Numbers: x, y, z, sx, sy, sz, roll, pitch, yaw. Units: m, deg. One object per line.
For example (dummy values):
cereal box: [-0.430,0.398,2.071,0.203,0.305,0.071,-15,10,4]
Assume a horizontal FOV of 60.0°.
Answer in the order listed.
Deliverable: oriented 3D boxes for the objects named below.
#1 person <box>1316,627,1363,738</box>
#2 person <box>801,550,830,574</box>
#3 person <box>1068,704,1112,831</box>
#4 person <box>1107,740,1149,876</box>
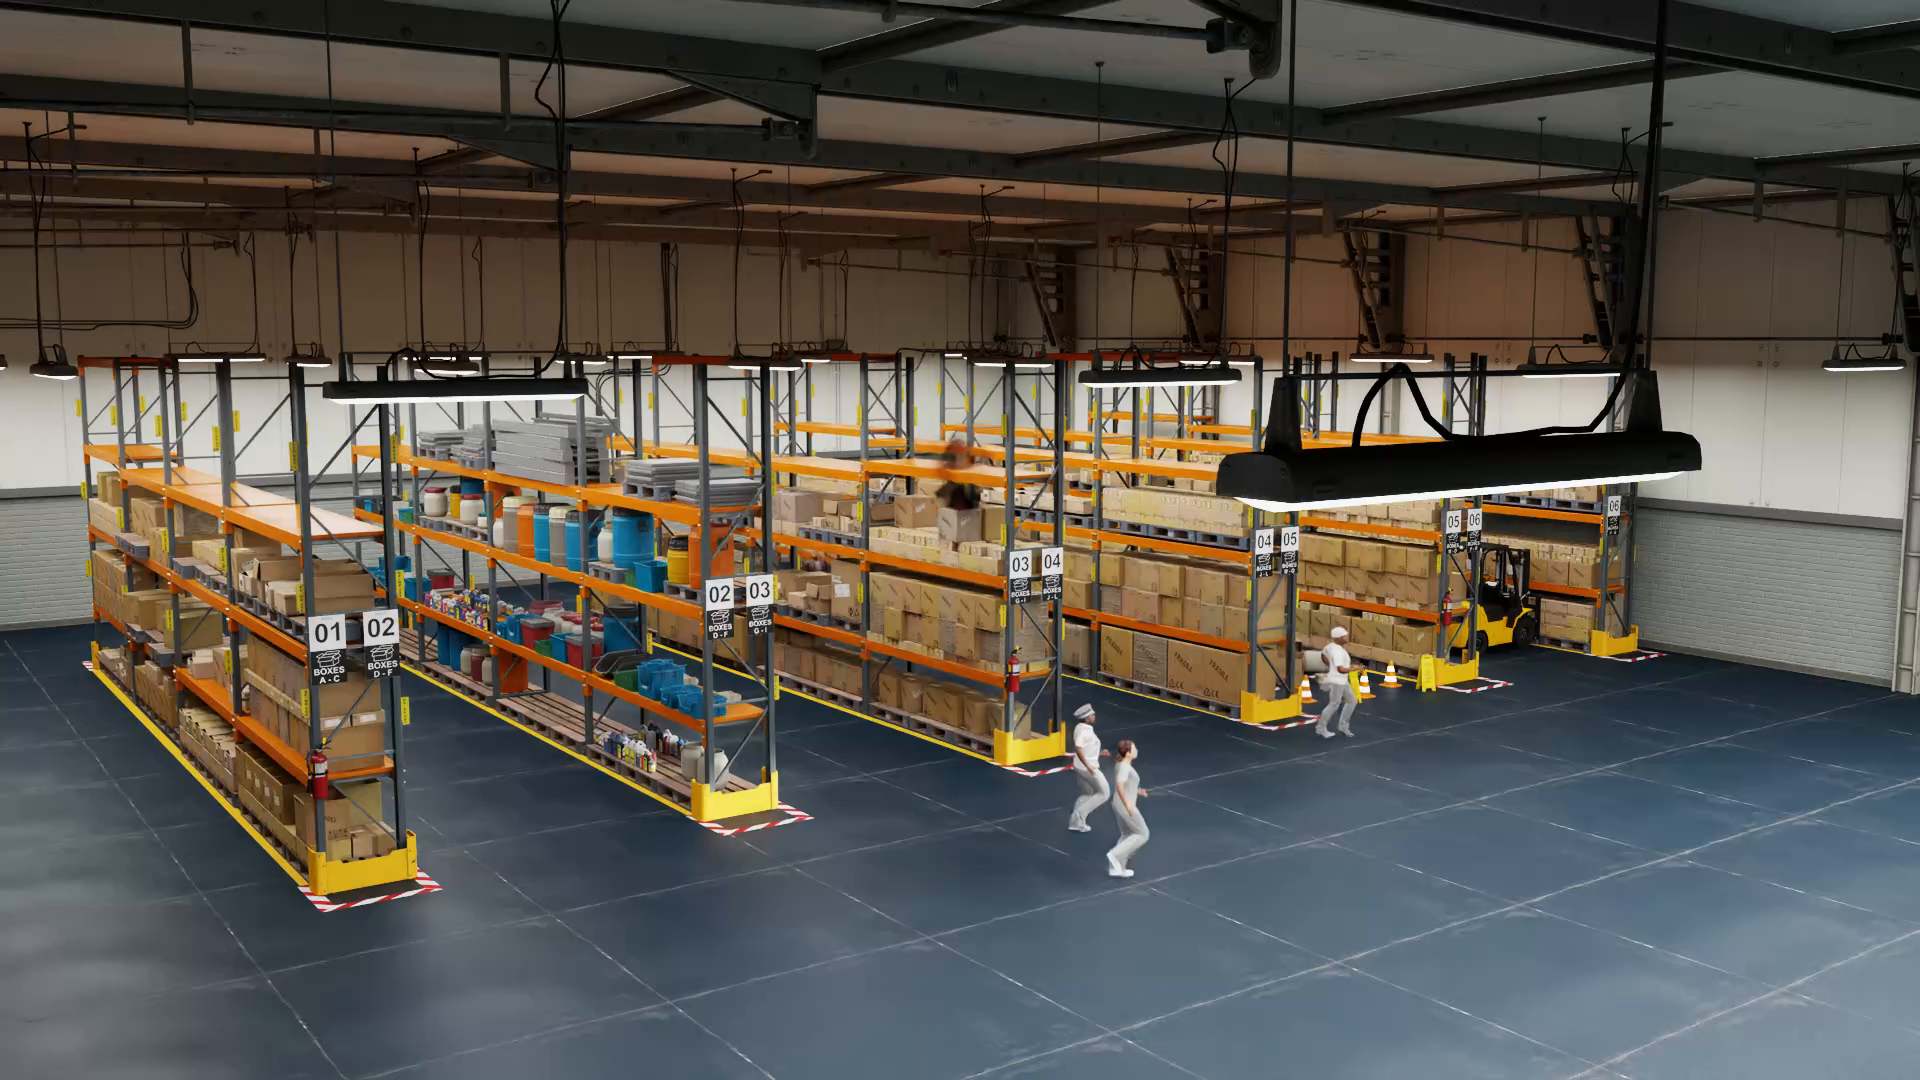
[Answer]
person: [6.008,2.271,26.303,0.717,1.805,0.710,2,7,14]
person: [-3.179,1.036,36.645,0.707,1.750,0.639,-4,8,-29]
person: [1.681,2.920,21.346,0.576,1.659,0.560,-2,7,-13]
person: [1.976,3.152,19.592,0.549,1.638,0.576,-1,7,-10]
